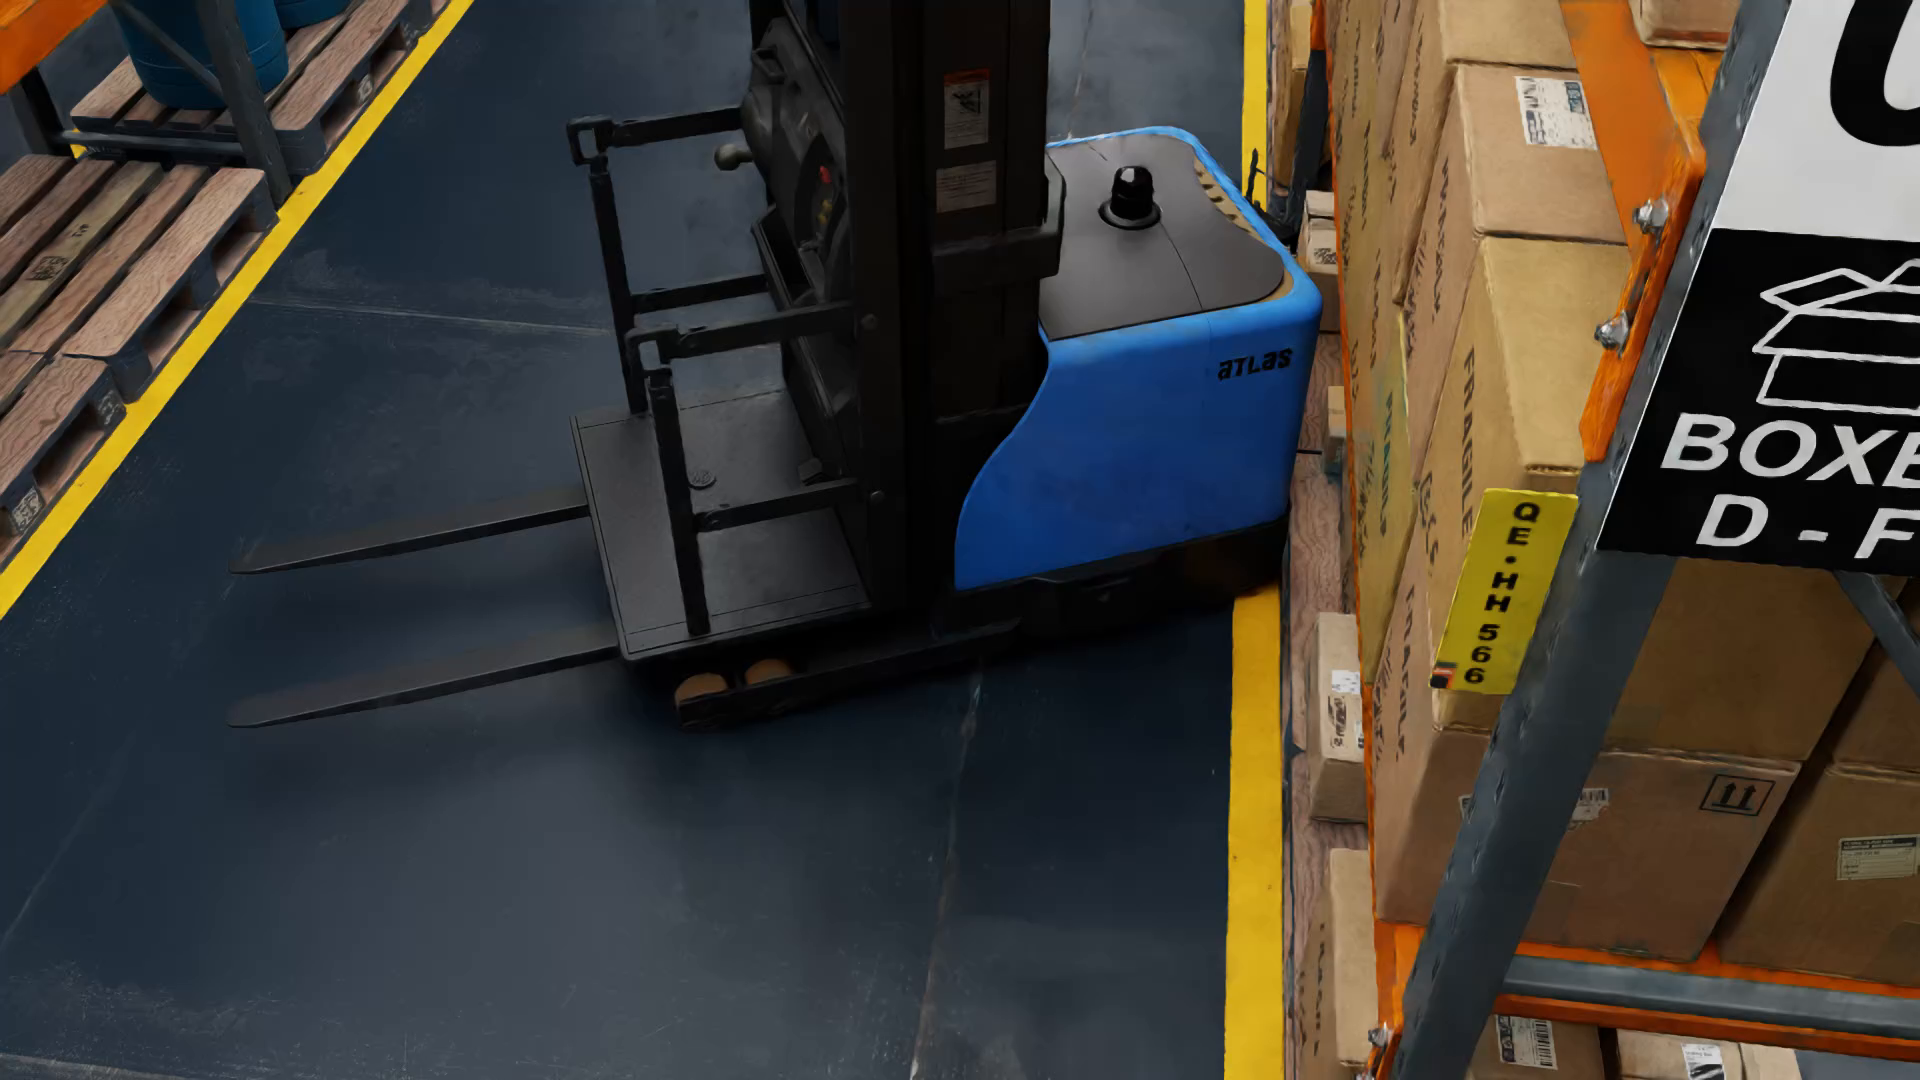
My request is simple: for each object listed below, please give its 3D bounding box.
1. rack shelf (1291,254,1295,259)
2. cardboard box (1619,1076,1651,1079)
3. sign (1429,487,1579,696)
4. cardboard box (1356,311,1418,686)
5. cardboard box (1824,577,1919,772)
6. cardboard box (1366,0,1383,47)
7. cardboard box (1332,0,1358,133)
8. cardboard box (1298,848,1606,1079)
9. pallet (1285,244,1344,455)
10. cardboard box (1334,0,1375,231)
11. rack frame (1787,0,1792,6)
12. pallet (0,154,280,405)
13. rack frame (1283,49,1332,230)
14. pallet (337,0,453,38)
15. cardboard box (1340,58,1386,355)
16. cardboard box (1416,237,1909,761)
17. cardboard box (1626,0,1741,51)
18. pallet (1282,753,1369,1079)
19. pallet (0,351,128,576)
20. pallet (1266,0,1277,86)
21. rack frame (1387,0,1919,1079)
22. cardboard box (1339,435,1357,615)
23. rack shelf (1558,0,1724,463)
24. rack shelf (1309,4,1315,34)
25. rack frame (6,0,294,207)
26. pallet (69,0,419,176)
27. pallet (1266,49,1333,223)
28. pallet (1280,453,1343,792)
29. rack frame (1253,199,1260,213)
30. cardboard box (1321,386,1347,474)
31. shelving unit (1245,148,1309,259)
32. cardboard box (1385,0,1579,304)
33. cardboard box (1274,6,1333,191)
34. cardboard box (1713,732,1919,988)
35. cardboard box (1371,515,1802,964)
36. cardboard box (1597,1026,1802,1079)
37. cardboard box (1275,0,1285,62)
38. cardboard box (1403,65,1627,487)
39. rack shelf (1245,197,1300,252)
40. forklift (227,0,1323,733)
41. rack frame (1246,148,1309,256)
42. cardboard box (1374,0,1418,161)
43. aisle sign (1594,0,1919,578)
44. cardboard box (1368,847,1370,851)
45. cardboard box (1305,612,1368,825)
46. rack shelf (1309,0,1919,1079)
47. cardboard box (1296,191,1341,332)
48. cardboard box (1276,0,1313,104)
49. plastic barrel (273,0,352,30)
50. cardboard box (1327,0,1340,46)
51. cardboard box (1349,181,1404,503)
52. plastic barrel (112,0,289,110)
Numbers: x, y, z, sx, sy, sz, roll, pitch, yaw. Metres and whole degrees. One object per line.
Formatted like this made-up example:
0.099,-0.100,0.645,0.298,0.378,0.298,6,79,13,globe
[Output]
0.912,-0.906,5.336,0.200,0.077,0.258,-26,50,-26,rack shelf
1.568,1.287,3.463,0.380,0.149,0.250,5,44,6,cardboard box
0.625,0.066,1.926,0.100,0.325,0.005,5,44,6,sign
1.027,-0.054,3.053,0.500,0.500,0.500,6,44,6,cardboard box
1.492,-0.012,2.281,0.500,0.500,0.500,6,44,7,cardboard box
1.224,-1.462,3.813,0.500,0.500,0.500,4,44,4,cardboard box
1.299,-1.425,4.500,0.500,0.500,0.500,6,44,6,cardboard box
1.000,1.021,3.488,0.500,0.500,0.500,5,44,6,cardboard box
1.609,-0.580,5.709,1.003,0.211,1.213,5,44,6,pallet
1.231,-1.084,4.141,0.500,0.500,0.500,5,44,5,cardboard box
1.172,-1.513,0.303,1.000,3.000,0.127,5,44,6,rack frame
-3.267,-0.996,6.148,1.003,0.211,1.213,5,44,6,pallet
1.701,-2.060,5.244,1.000,3.000,0.127,5,44,6,rack frame
-2.906,-2.857,8.113,1.003,0.211,1.213,5,44,6,pallet
1.165,-0.737,3.774,0.500,0.500,0.500,5,44,5,cardboard box
0.959,-0.062,2.334,0.500,0.500,0.500,5,44,5,cardboard box
0.979,-0.743,1.781,0.500,0.250,0.500,5,44,6,cardboard box
1.287,1.083,3.953,1.003,0.211,1.213,5,44,6,pallet
-3.426,-0.162,5.268,1.003,0.211,1.213,5,44,6,pallet
1.930,-2.439,7.673,1.003,0.211,1.213,5,44,6,pallet
1.172,0.666,2.365,1.000,3.000,0.127,5,44,6,rack frame
1.458,-0.033,4.599,0.797,0.503,0.637,5,44,6,cardboard box
1.437,-1.525,3.021,1.077,0.370,4.000,5,44,6,rack shelf
1.966,-3.162,6.931,1.077,0.370,4.000,5,44,6,rack shelf
-3.208,-2.513,5.723,1.000,3.000,0.127,5,44,6,rack frame
-3.065,-2.023,7.233,1.003,0.211,1.213,5,44,6,pallet
1.771,-1.606,6.792,1.003,0.211,1.213,5,44,6,pallet
1.451,0.254,4.828,1.003,0.211,1.213,5,44,6,pallet
0.828,-0.759,5.393,0.006,0.900,0.240,-26,50,-26,rack frame
1.327,-0.334,5.162,0.380,0.166,0.250,5,44,6,cardboard box
0.910,-0.799,5.437,0.210,0.900,0.258,-26,50,-26,shelving unit
1.089,-0.760,3.071,0.500,0.500,0.500,6,44,7,cardboard box
1.482,-1.675,6.335,0.500,0.500,0.500,5,44,5,cardboard box
1.492,0.351,2.625,0.500,0.500,0.500,6,44,6,cardboard box
0.962,0.299,2.679,0.500,0.500,0.500,6,44,7,cardboard box
1.601,1.110,3.637,0.380,0.166,0.250,5,44,6,cardboard box
1.623,-2.353,7.051,0.500,0.500,0.500,6,44,6,cardboard box
1.025,-0.406,2.698,0.500,0.500,0.500,6,44,7,cardboard box
0.913,-0.971,5.274,0.200,0.077,0.258,-26,50,-26,rack shelf
-0.595,-0.937,4.108,3.031,2.935,1.130,-12,45,-12,forklift
0.993,-0.840,5.481,0.006,0.900,0.240,-26,50,-26,rack frame
1.156,-1.110,3.441,0.500,0.500,0.500,6,44,7,cardboard box
0.860,-0.260,1.452,0.394,0.787,0.004,5,44,6,aisle sign
1.143,0.874,3.886,0.380,0.166,0.250,5,44,6,cardboard box
1.155,0.467,4.255,0.500,0.250,0.500,5,44,6,cardboard box
1.437,-0.436,4.052,1.077,0.370,4.000,5,44,6,rack shelf
1.431,-0.977,5.736,0.500,0.311,0.500,5,44,6,cardboard box
1.556,-2.011,6.690,0.500,0.500,0.500,5,44,6,cardboard box
-3.026,-2.756,7.199,0.600,0.901,0.708,5,44,6,plastic barrel
1.364,-1.774,4.869,0.500,0.500,0.500,6,44,7,cardboard box
1.098,-0.394,3.412,0.500,0.500,0.500,6,44,6,cardboard box
-3.119,-2.273,6.690,0.600,0.901,0.708,5,44,6,plastic barrel
